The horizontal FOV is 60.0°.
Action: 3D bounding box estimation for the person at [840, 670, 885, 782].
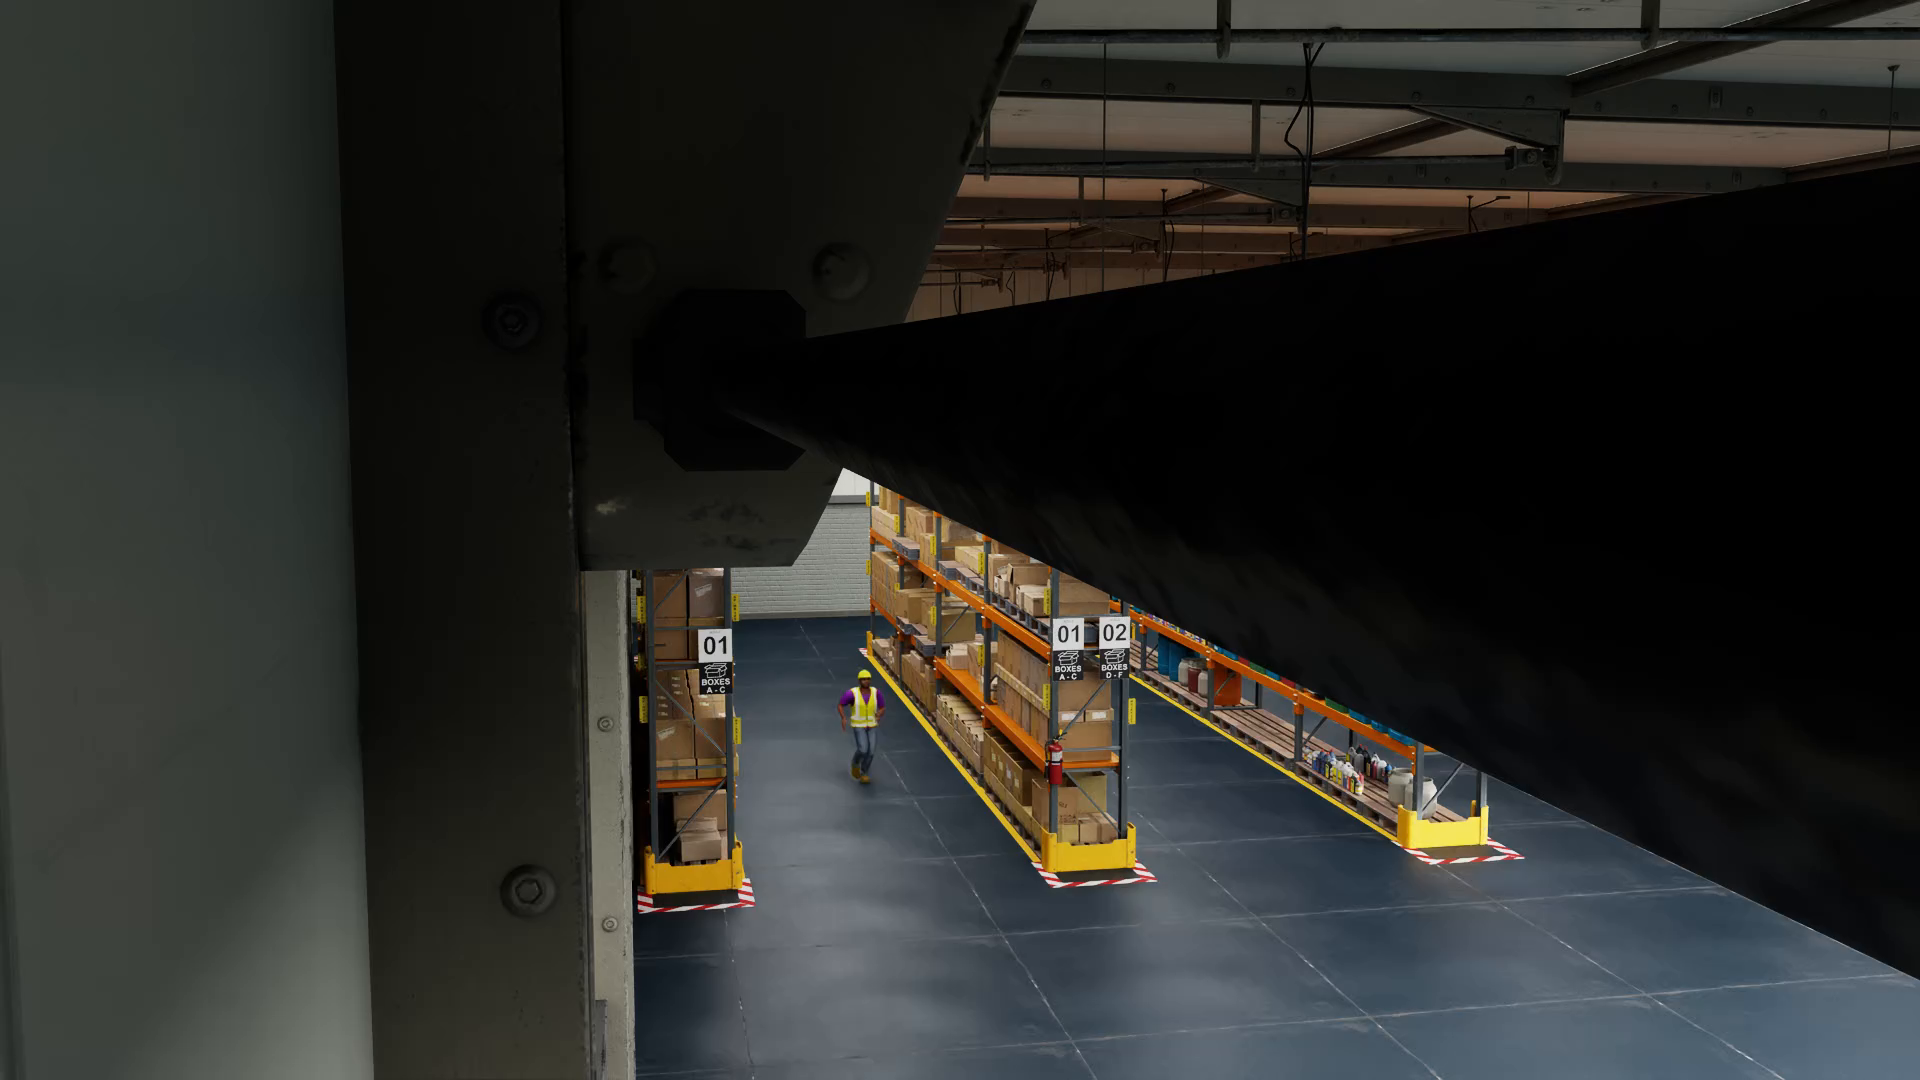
[{"bbox_3d":[-1.466,2.825,25.299,0.665,1.724,0.408,-2,6,-21],"label":"person"}]
